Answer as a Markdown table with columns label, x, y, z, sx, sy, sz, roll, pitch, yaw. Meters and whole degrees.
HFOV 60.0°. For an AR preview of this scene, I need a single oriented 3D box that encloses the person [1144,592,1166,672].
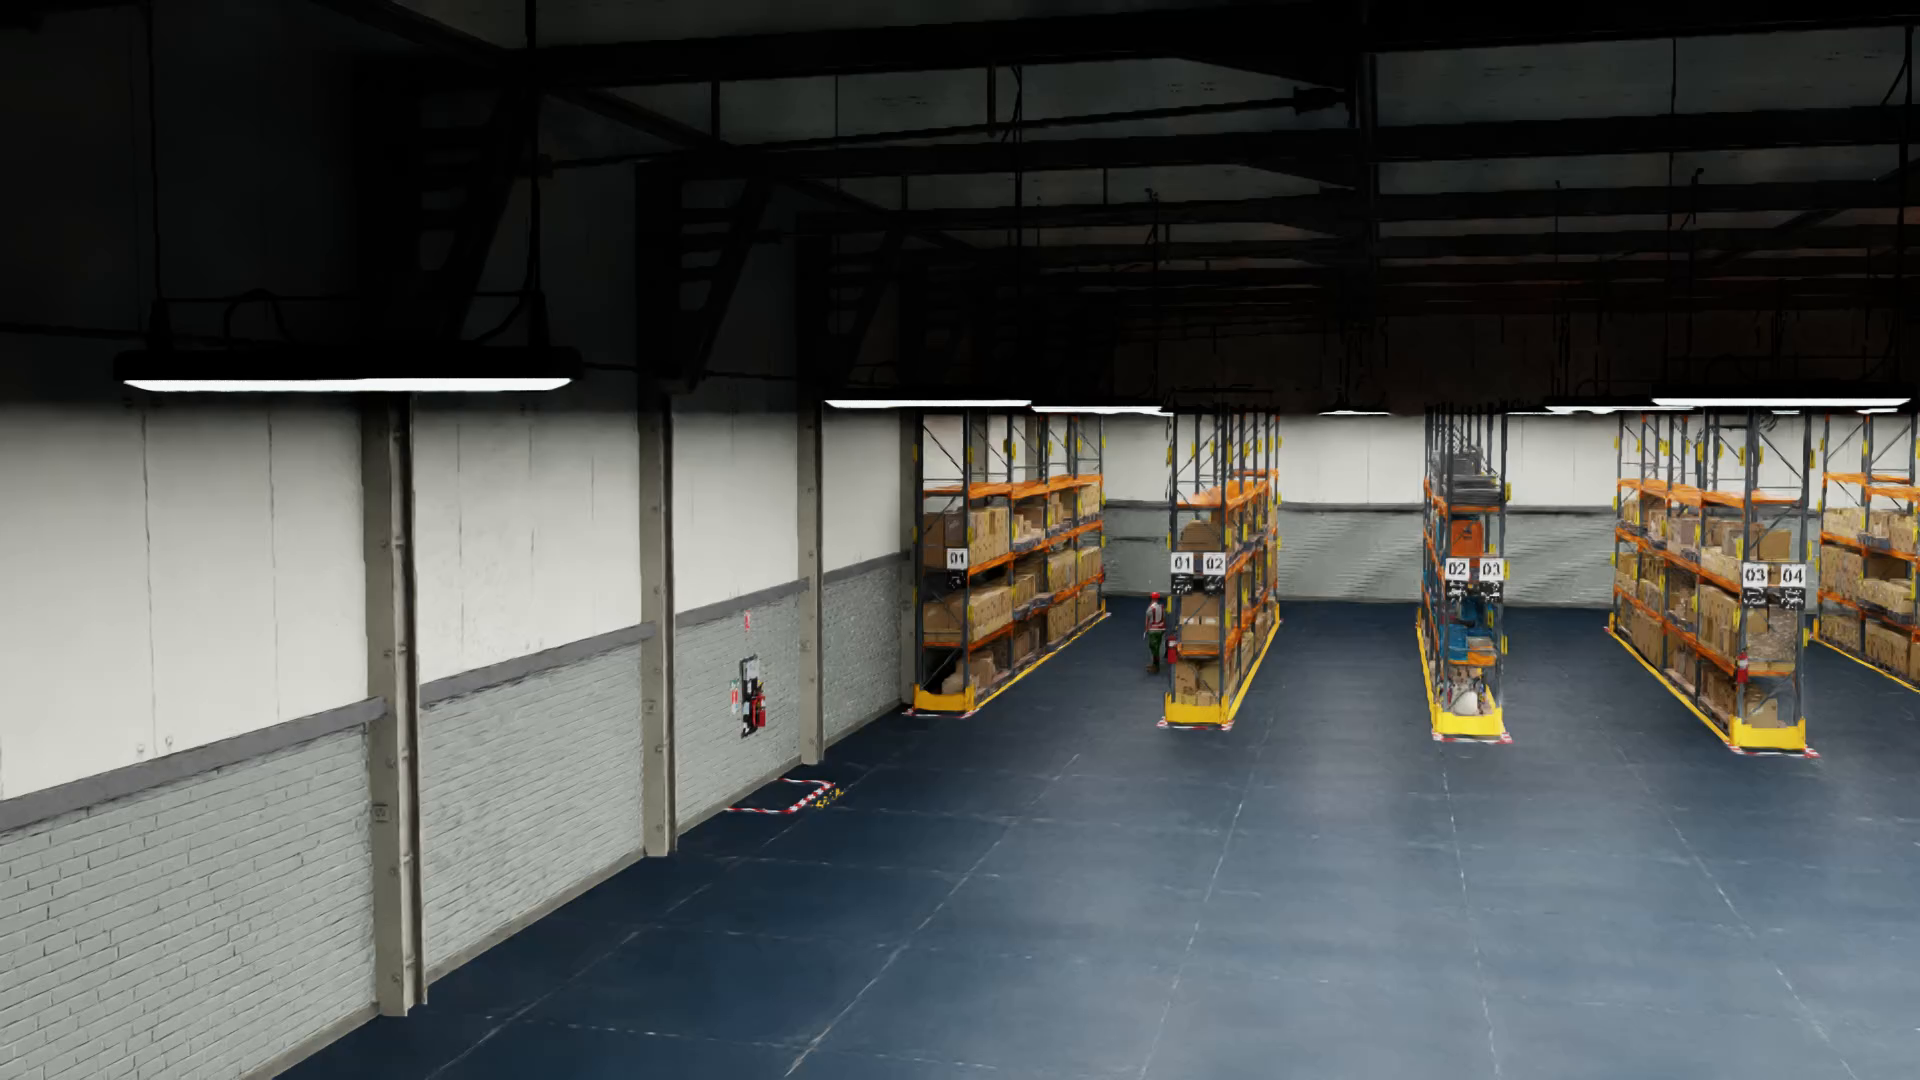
| label | x | y | z | sx | sy | sz | roll | pitch | yaw |
| --- | --- | --- | --- | --- | --- | --- | --- | --- | --- |
| person | 4.367 | 2.050 | 37.436 | 0.655 | 1.785 | 0.577 | -4 | 6 | -44 |
